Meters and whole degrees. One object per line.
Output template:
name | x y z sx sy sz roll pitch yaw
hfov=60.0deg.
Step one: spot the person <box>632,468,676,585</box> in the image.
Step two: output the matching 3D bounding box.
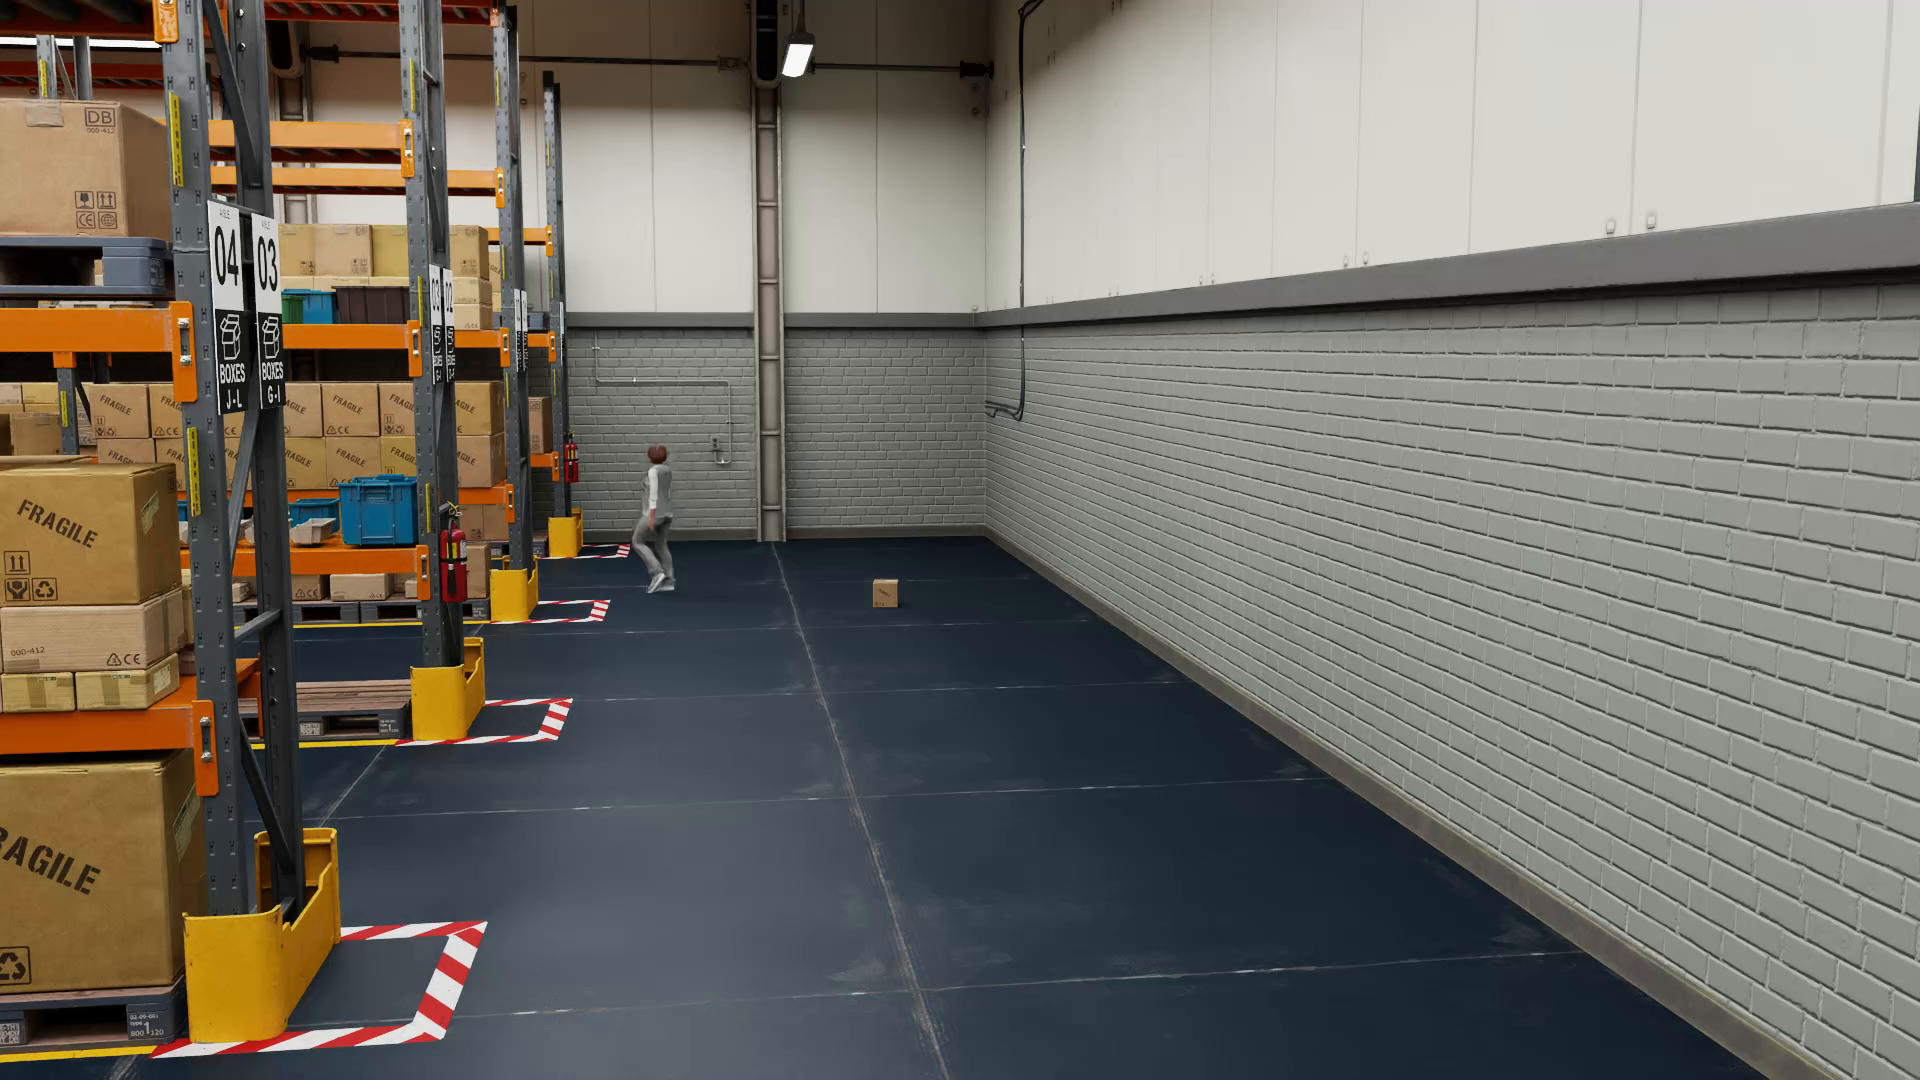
person | -3.261 -0.155 17.831 0.433 1.270 0.439 3 7 23
